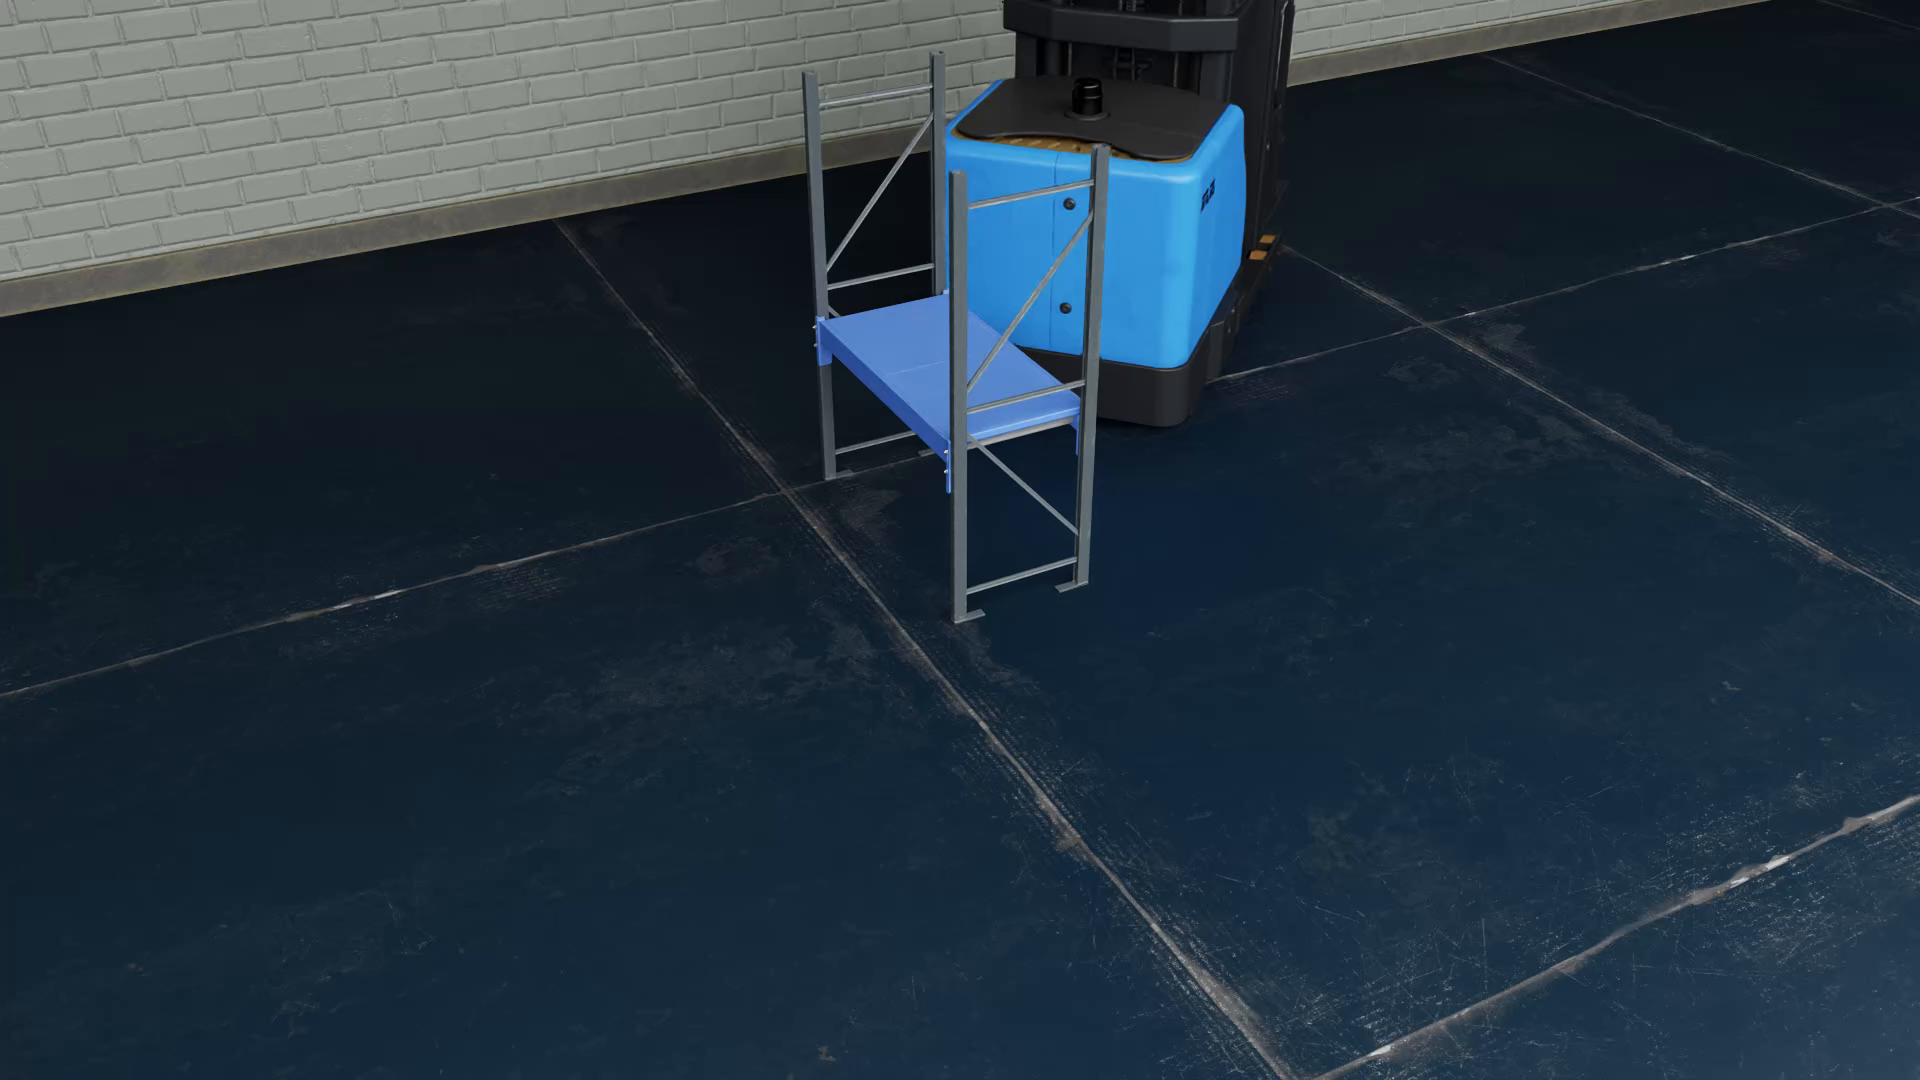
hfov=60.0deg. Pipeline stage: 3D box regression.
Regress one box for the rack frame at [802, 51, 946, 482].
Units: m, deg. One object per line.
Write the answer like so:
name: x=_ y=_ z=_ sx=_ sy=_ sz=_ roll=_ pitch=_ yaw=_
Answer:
rack frame: x=-0.277 y=-0.915 z=5.788 sx=0.500 sy=1.500 sz=0.032 roll=-16 pitch=36 yaw=-23

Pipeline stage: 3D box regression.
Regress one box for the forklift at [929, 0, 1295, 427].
forklift: x=0.849 y=-2.448 z=6.854 sx=1.130 sy=2.935 sz=3.031 roll=11 pitch=34 yaw=17

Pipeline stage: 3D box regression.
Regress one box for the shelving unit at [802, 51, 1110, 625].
shelving unit: x=-0.040 y=-0.672 z=5.409 sx=0.538 sy=1.500 sz=1.048 roll=-16 pitch=36 yaw=-23

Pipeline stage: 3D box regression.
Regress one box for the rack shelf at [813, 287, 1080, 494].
rack shelf: x=-0.040 y=-0.521 z=5.506 sx=0.538 sy=0.185 sz=1.000 roll=-16 pitch=36 yaw=-23

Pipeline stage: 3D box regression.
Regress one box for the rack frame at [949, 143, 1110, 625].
rack frame: x=0.197 y=-0.430 z=5.030 sx=0.500 sy=1.500 sz=0.032 roll=-16 pitch=36 yaw=-23
